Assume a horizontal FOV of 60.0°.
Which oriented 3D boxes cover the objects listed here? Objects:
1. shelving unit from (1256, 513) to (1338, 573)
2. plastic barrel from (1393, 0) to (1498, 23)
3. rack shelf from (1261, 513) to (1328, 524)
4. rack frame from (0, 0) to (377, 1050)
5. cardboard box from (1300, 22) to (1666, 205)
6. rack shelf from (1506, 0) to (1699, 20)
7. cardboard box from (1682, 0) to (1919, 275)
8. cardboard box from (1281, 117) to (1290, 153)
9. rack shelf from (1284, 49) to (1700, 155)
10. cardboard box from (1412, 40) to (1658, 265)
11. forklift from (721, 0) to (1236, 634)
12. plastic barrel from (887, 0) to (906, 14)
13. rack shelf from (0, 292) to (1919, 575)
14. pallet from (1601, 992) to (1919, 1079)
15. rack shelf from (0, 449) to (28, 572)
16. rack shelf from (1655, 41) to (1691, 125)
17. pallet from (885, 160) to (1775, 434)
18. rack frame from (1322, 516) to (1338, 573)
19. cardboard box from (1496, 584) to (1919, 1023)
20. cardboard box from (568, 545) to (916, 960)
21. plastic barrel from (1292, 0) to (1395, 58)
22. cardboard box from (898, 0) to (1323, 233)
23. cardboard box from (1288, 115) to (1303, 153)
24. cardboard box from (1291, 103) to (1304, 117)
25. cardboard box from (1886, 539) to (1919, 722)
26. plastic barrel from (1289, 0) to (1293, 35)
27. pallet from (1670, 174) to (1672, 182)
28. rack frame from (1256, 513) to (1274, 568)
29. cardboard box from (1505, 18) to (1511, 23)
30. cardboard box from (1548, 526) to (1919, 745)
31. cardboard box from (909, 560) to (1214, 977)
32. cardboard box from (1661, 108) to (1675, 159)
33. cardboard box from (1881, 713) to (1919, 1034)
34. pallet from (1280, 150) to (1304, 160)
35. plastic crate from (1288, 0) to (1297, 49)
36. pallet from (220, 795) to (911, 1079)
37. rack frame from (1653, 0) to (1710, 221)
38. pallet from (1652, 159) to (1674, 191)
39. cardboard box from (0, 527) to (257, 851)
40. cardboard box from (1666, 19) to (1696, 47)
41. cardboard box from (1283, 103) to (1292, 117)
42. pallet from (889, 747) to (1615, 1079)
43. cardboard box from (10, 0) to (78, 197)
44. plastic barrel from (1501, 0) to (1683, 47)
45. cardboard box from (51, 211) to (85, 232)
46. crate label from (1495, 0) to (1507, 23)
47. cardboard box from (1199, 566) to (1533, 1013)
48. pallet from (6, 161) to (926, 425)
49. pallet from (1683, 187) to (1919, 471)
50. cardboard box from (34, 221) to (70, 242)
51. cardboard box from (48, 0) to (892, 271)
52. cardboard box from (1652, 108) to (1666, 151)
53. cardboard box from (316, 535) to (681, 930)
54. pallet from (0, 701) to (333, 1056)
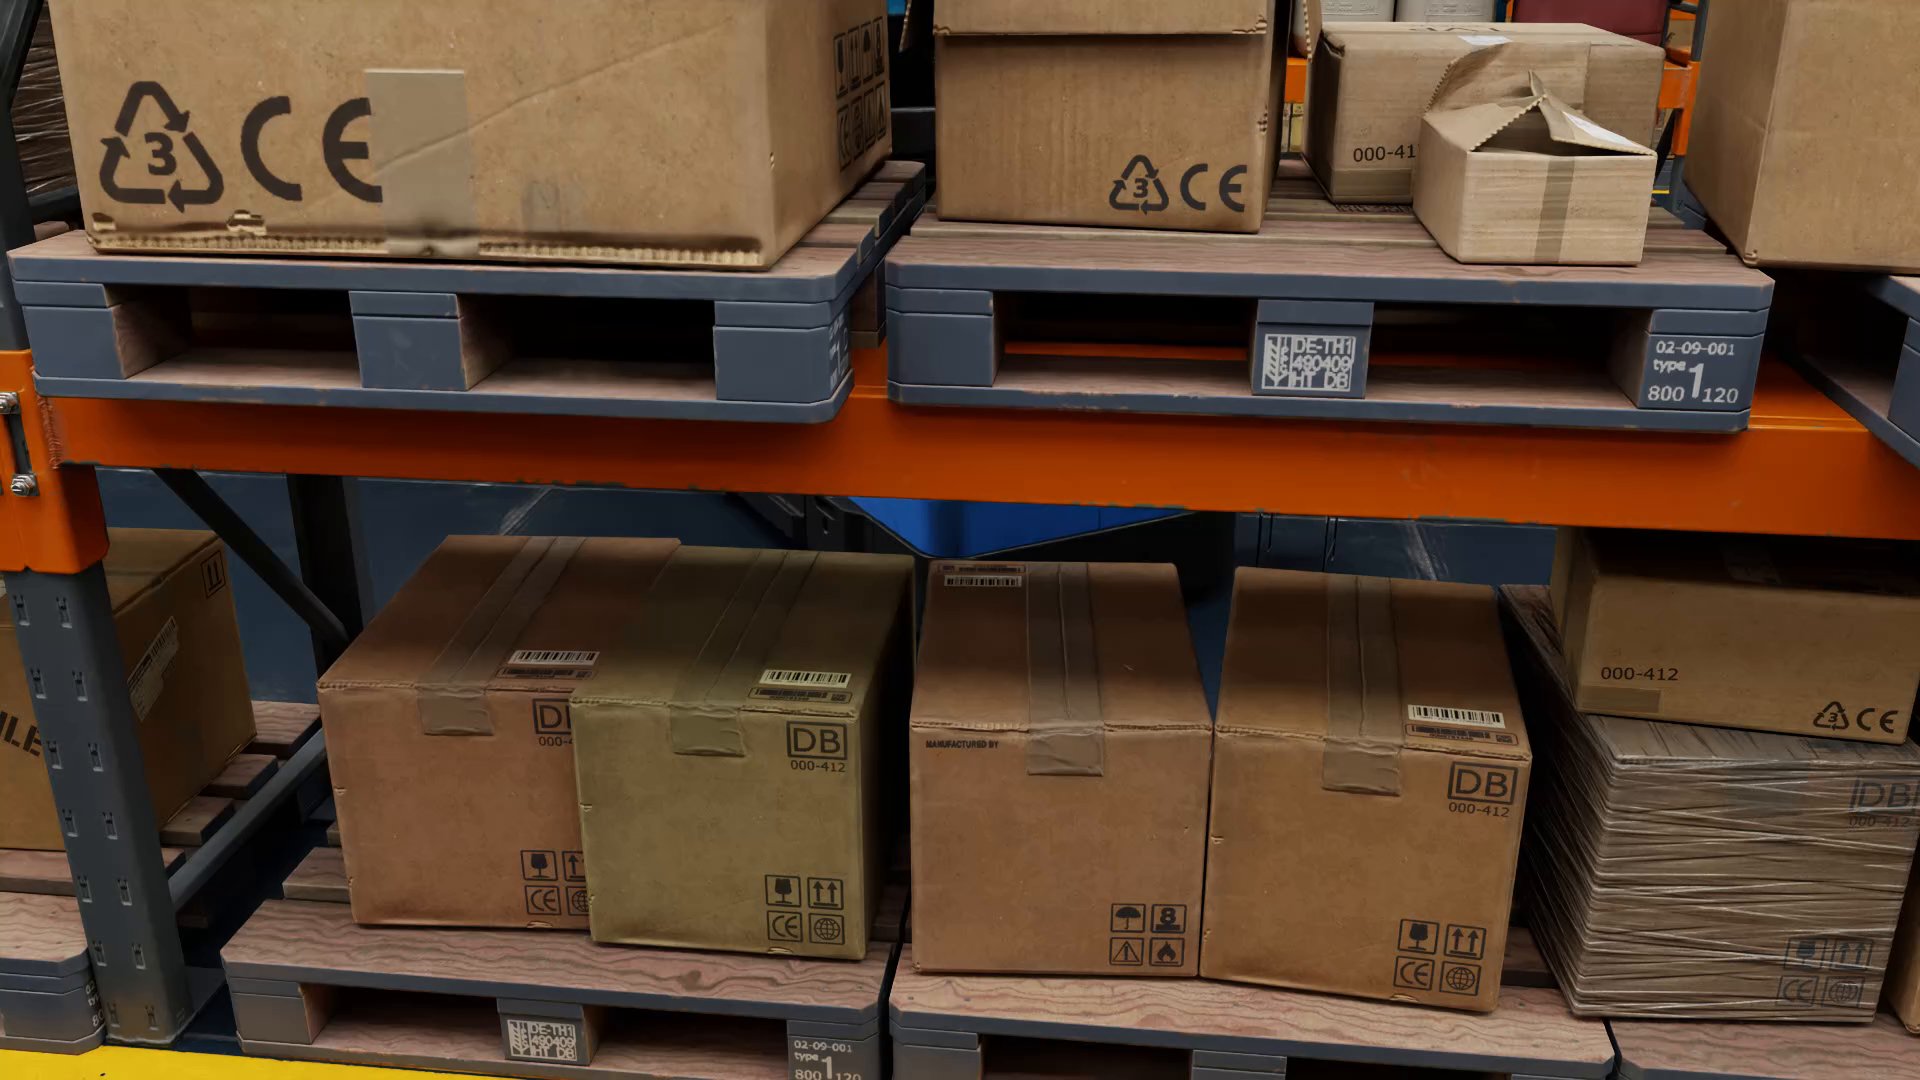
[{"bbox_3d":[1.057,-0.338,5.070,0.210,0.900,0.258,8,23,19],"label":"shelving unit"},{"bbox_3d":[2.051,-2.295,7.013,0.421,0.512,0.421,0,22,0],"label":"plastic barrel"},{"bbox_3d":[1.057,-0.139,5.148,0.200,0.077,0.258,8,23,19],"label":"rack shelf"},{"bbox_3d":[-1.457,-0.641,2.982,0.127,3.000,1.000,2,22,6],"label":"rack frame"},{"bbox_3d":[0.877,-0.750,2.890,0.500,0.250,0.500,2,22,5],"label":"cardboard box"},{"bbox_3d":[5.670,-3.664,11.605,4.000,0.370,1.077,2,22,6],"label":"rack shelf"},{"bbox_3d":[1.408,-0.706,2.439,0.500,0.500,0.700,6,22,14],"label":"cardboard box"},{"bbox_3d":[2.122,-2.979,12.064,0.500,0.250,0.500,3,22,8],"label":"cardboard box"},{"bbox_3d":[1.112,-2.028,7.469,4.000,0.370,1.077,2,22,6],"label":"rack shelf"},{"bbox_3d":[0.827,-0.574,2.424,0.258,0.266,0.396,2,22,5],"label":"cardboard box"},{"bbox_3d":[-0.321,-1.587,5.468,1.130,2.935,3.031,-11,24,-26],"label":"forklift"},{"bbox_3d":[-0.527,-2.555,7.141,0.708,0.901,0.600,2,22,6],"label":"plastic barrel"},{"bbox_3d":[0.529,-0.220,2.895,4.000,0.370,1.077,2,22,6],"label":"rack shelf"},{"bbox_3d":[1.739,0.794,3.143,1.213,0.211,1.003,2,22,6],"label":"pallet"},{"bbox_3d":[-3.444,-0.393,3.333,4.000,0.370,1.077,2,22,6],"label":"rack shelf"},{"bbox_3d":[5.084,-1.855,7.031,4.000,0.370,1.077,2,22,6],"label":"rack shelf"},{"bbox_3d":[0.544,-0.450,2.758,1.213,0.211,1.003,2,22,6],"label":"pallet"},{"bbox_3d":[1.152,-0.325,5.037,0.006,0.900,0.240,8,23,19],"label":"rack frame"},{"bbox_3d":[1.295,0.449,3.026,0.500,0.500,0.700,1,22,2],"label":"cardboard box"},{"bbox_3d":[-0.379,0.379,3.204,0.500,0.500,0.700,2,22,6],"label":"cardboard box"},{"bbox_3d":[1.633,-2.313,7.059,0.421,0.512,0.421,0,22,0],"label":"plastic barrel"},{"bbox_3d":[0.275,-0.843,2.781,0.637,0.503,0.797,5,22,12],"label":"cardboard box"},{"bbox_3d":[2.621,-2.956,12.006,0.500,0.250,0.500,2,22,6],"label":"cardboard box"},{"bbox_3d":[2.618,-3.215,11.898,0.500,0.311,0.500,2,22,5],"label":"cardboard box"},{"bbox_3d":[1.846,0.123,2.830,0.500,0.250,0.500,3,22,8],"label":"cardboard box"},{"bbox_3d":[1.208,-2.341,7.096,0.433,0.535,0.433,0,22,0],"label":"plastic barrel"},{"bbox_3d":[5.629,-2.688,11.952,1.213,0.211,1.003,2,22,6],"label":"pallet"},{"bbox_3d":[0.961,-0.351,5.103,0.006,0.900,0.240,8,23,19],"label":"rack frame"},{"bbox_3d":[4.978,-5.009,16.383,0.750,0.750,0.750,2,22,6],"label":"cardboard box"},{"bbox_3d":[1.318,0.104,2.879,0.500,0.250,0.500,5,22,12],"label":"cardboard box"},{"bbox_3d":[0.177,0.403,3.143,0.500,0.500,0.700,1,22,2],"label":"cardboard box"},{"bbox_3d":[5.121,-2.959,11.645,0.500,0.500,0.500,2,22,6],"label":"cardboard box"},{"bbox_3d":[1.847,0.468,2.977,0.500,0.500,0.700,1,22,3],"label":"cardboard box"},{"bbox_3d":[2.871,-2.838,12.331,1.213,0.211,1.003,2,22,6],"label":"pallet"},{"bbox_3d":[1.529,-2.488,7.566,0.583,0.464,0.402,2,22,6],"label":"plastic crate"},{"bbox_3d":[-0.684,0.689,3.410,1.213,0.211,1.003,2,22,6],"label":"pallet"},{"bbox_3d":[3.098,-2.276,7.118,0.127,3.000,1.000,2,22,6],"label":"rack frame"},{"bbox_3d":[4.421,-2.742,12.088,1.213,0.211,1.003,2,22,6],"label":"pallet"},{"bbox_3d":[-1.850,0.294,3.445,0.500,0.500,0.500,2,22,5],"label":"cardboard box"},{"bbox_3d":[6.692,-4.934,16.193,0.750,0.750,0.750,3,22,8],"label":"cardboard box"},{"bbox_3d":[2.117,-3.238,11.956,0.500,0.311,0.500,2,22,6],"label":"cardboard box"},{"bbox_3d":[0.531,0.741,3.279,1.213,0.211,1.003,2,22,6],"label":"pallet"},{"bbox_3d":[-1.897,-0.868,3.015,0.500,0.500,0.875,2,22,6],"label":"cardboard box"},{"bbox_3d":[2.601,-2.249,6.864,0.708,0.536,0.600,2,22,6],"label":"plastic barrel"},{"bbox_3d":[-1.636,-0.643,3.329,0.250,0.149,0.380,2,22,6],"label":"cardboard box"},{"bbox_3d":[2.143,-2.435,7.470,0.616,0.435,0.502,2,22,6],"label":"crate label"},{"bbox_3d":[0.731,0.427,3.082,0.500,0.500,0.700,4,22,11],"label":"cardboard box"},{"bbox_3d":[-0.716,-0.466,2.799,1.213,0.211,1.003,2,22,6],"label":"pallet"},{"bbox_3d":[1.795,-0.371,2.559,1.003,0.211,1.213,2,22,6],"label":"pallet"},{"bbox_3d":[-1.706,-0.426,2.780,0.250,0.149,0.380,2,22,6],"label":"cardboard box"},{"bbox_3d":[-0.685,-1.030,2.578,1.000,1.000,1.000,3,22,7],"label":"cardboard box"},{"bbox_3d":[4.623,-2.982,11.705,0.500,0.500,0.500,2,22,4],"label":"cardboard box"},{"bbox_3d":[-0.850,0.351,3.273,0.500,0.500,0.700,1,22,2],"label":"cardboard box"},{"bbox_3d":[-2.129,0.640,3.535,1.213,0.211,1.003,2,22,6],"label":"pallet"}]
